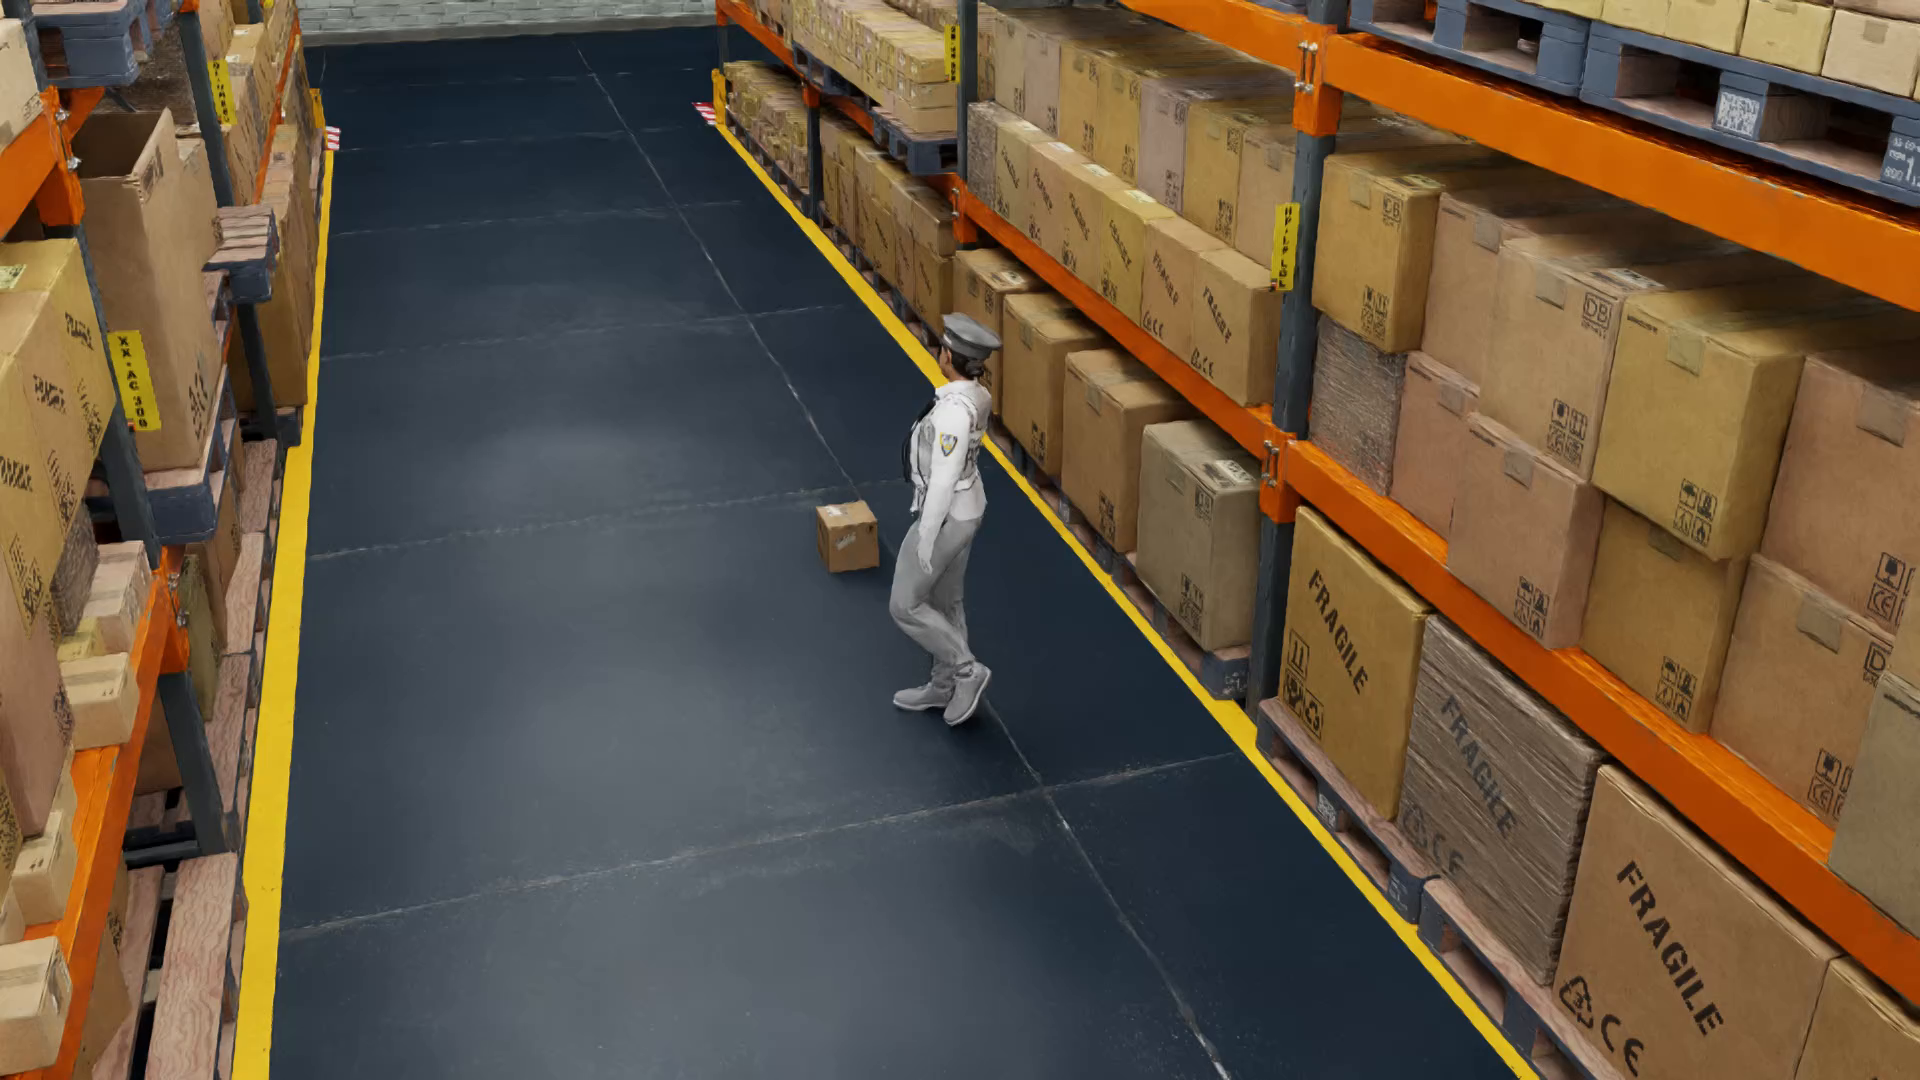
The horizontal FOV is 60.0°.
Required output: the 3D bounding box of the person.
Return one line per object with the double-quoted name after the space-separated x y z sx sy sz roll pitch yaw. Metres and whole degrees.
-0.058 -0.068 6.743 0.429 1.669 0.554 5 27 10 "person"
